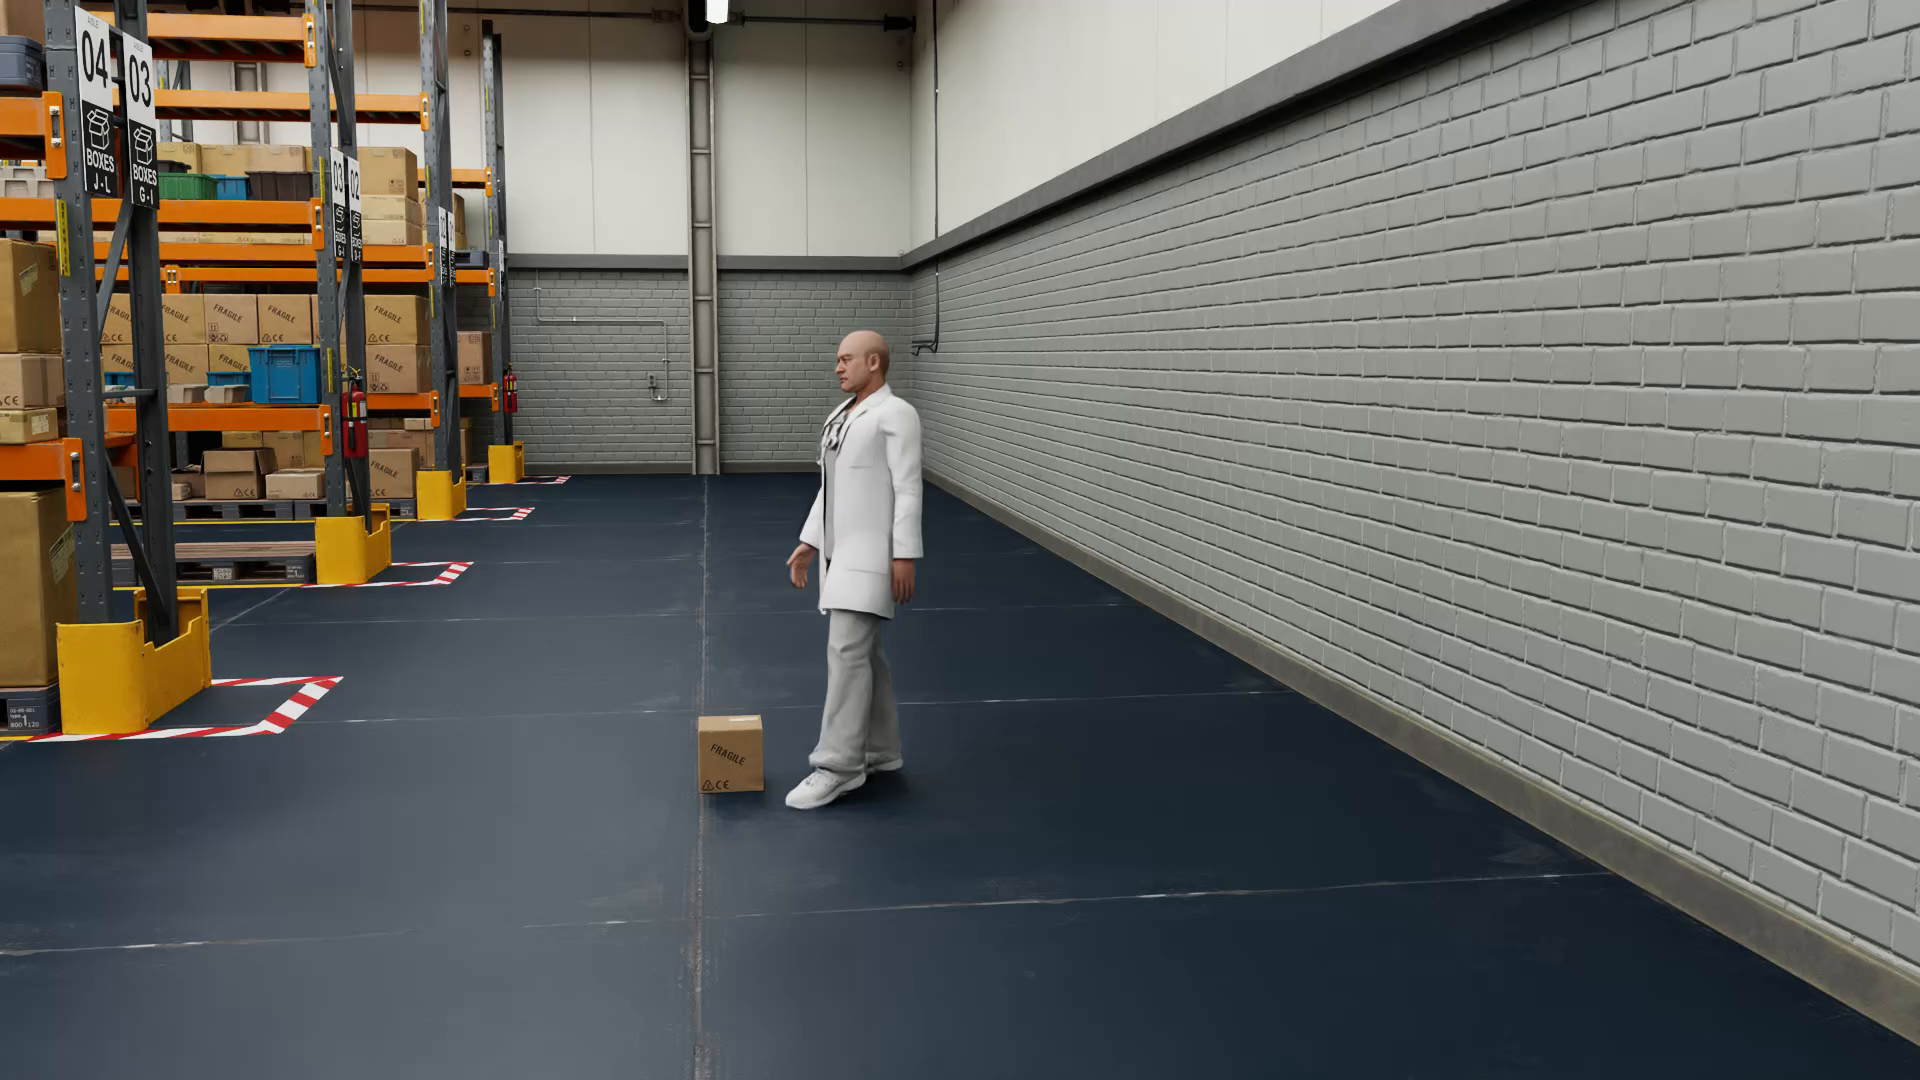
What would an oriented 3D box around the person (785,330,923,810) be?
[{"bbox_3d":[-0.492,0.082,6.504,0.636,1.794,0.589,-3,7,-28],"label":"person"}]
